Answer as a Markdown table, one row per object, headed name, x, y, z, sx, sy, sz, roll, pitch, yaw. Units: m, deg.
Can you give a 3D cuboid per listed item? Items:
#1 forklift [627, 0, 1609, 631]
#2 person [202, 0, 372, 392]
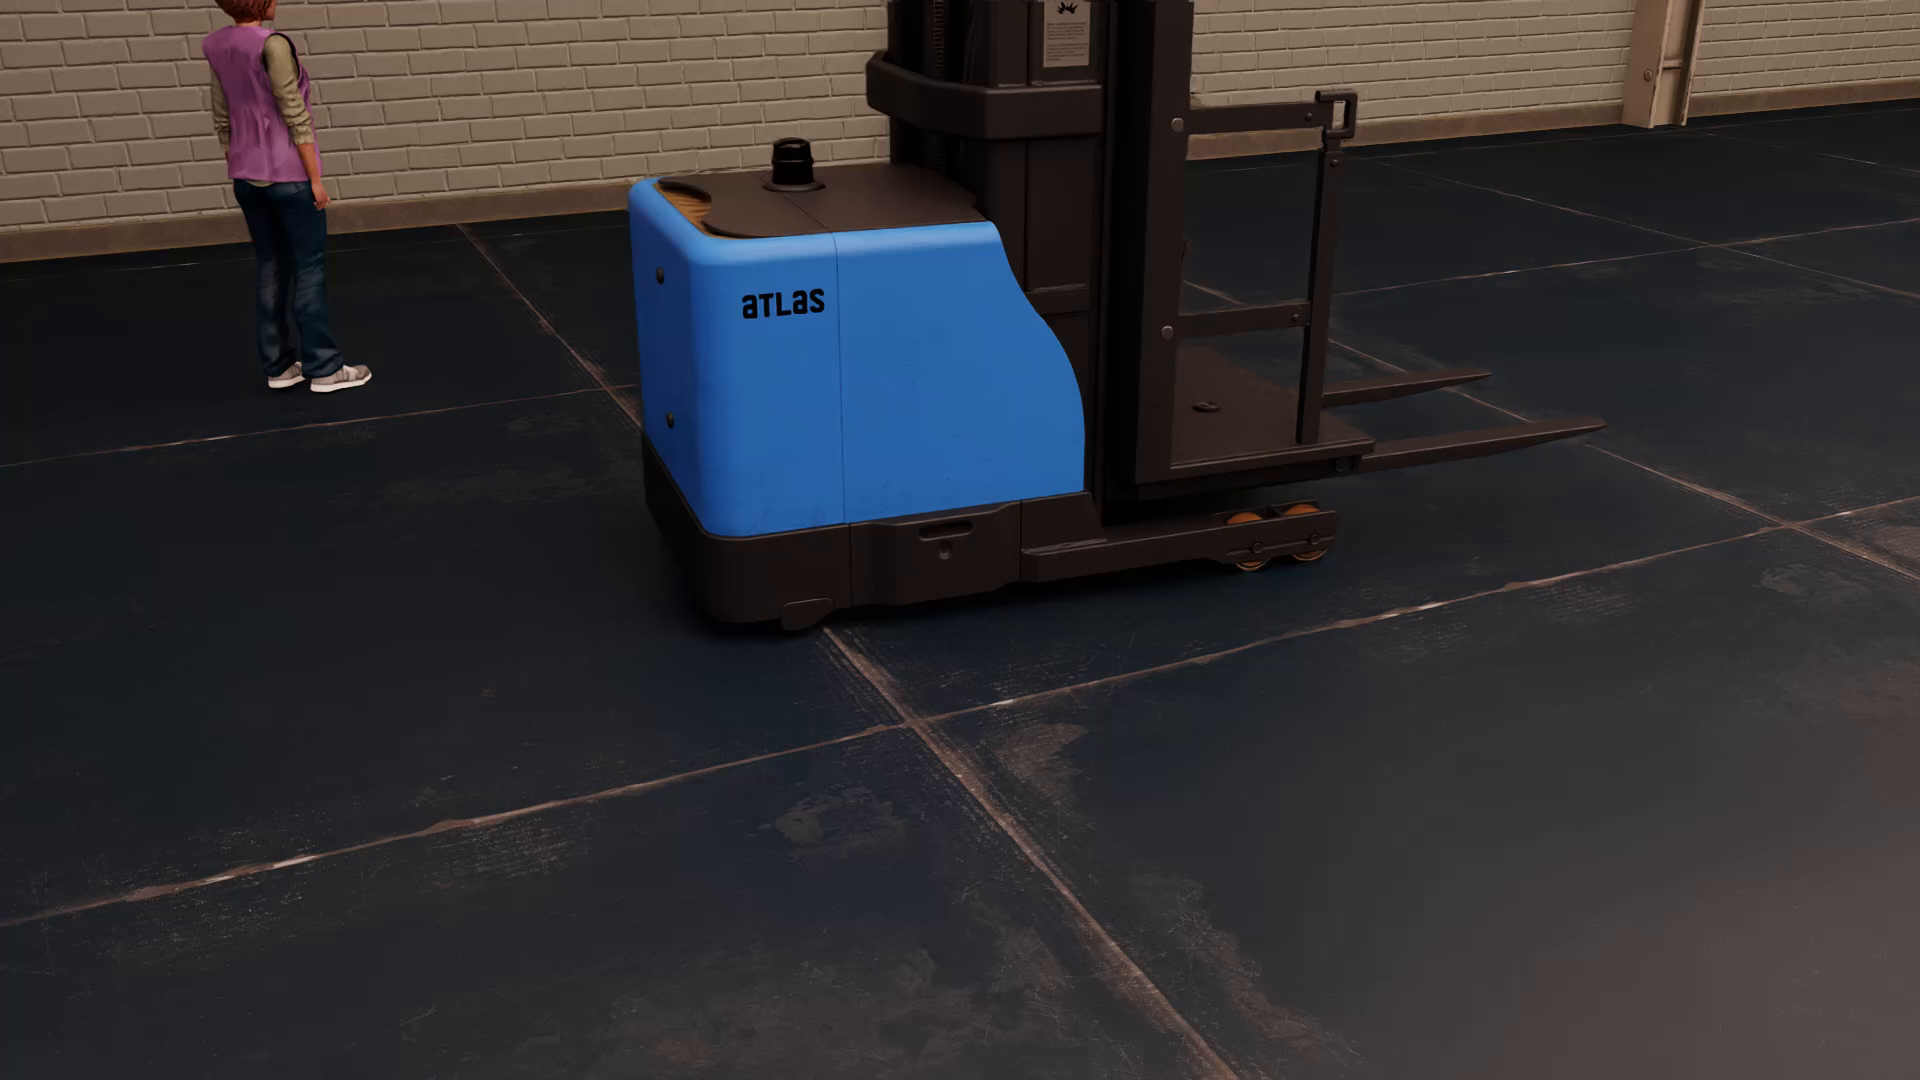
| name | x | y | z | sx | sy | sz | roll | pitch | yaw |
| --- | --- | --- | --- | --- | --- | --- | --- | --- | --- |
| forklift | 0.590 | -1.445 | 4.766 | 3.031 | 2.935 | 1.130 | -8 | 24 | -19 |
| person | -2.567 | -1.345 | 6.278 | 0.422 | 1.588 | 0.319 | 9 | 24 | 20 |
